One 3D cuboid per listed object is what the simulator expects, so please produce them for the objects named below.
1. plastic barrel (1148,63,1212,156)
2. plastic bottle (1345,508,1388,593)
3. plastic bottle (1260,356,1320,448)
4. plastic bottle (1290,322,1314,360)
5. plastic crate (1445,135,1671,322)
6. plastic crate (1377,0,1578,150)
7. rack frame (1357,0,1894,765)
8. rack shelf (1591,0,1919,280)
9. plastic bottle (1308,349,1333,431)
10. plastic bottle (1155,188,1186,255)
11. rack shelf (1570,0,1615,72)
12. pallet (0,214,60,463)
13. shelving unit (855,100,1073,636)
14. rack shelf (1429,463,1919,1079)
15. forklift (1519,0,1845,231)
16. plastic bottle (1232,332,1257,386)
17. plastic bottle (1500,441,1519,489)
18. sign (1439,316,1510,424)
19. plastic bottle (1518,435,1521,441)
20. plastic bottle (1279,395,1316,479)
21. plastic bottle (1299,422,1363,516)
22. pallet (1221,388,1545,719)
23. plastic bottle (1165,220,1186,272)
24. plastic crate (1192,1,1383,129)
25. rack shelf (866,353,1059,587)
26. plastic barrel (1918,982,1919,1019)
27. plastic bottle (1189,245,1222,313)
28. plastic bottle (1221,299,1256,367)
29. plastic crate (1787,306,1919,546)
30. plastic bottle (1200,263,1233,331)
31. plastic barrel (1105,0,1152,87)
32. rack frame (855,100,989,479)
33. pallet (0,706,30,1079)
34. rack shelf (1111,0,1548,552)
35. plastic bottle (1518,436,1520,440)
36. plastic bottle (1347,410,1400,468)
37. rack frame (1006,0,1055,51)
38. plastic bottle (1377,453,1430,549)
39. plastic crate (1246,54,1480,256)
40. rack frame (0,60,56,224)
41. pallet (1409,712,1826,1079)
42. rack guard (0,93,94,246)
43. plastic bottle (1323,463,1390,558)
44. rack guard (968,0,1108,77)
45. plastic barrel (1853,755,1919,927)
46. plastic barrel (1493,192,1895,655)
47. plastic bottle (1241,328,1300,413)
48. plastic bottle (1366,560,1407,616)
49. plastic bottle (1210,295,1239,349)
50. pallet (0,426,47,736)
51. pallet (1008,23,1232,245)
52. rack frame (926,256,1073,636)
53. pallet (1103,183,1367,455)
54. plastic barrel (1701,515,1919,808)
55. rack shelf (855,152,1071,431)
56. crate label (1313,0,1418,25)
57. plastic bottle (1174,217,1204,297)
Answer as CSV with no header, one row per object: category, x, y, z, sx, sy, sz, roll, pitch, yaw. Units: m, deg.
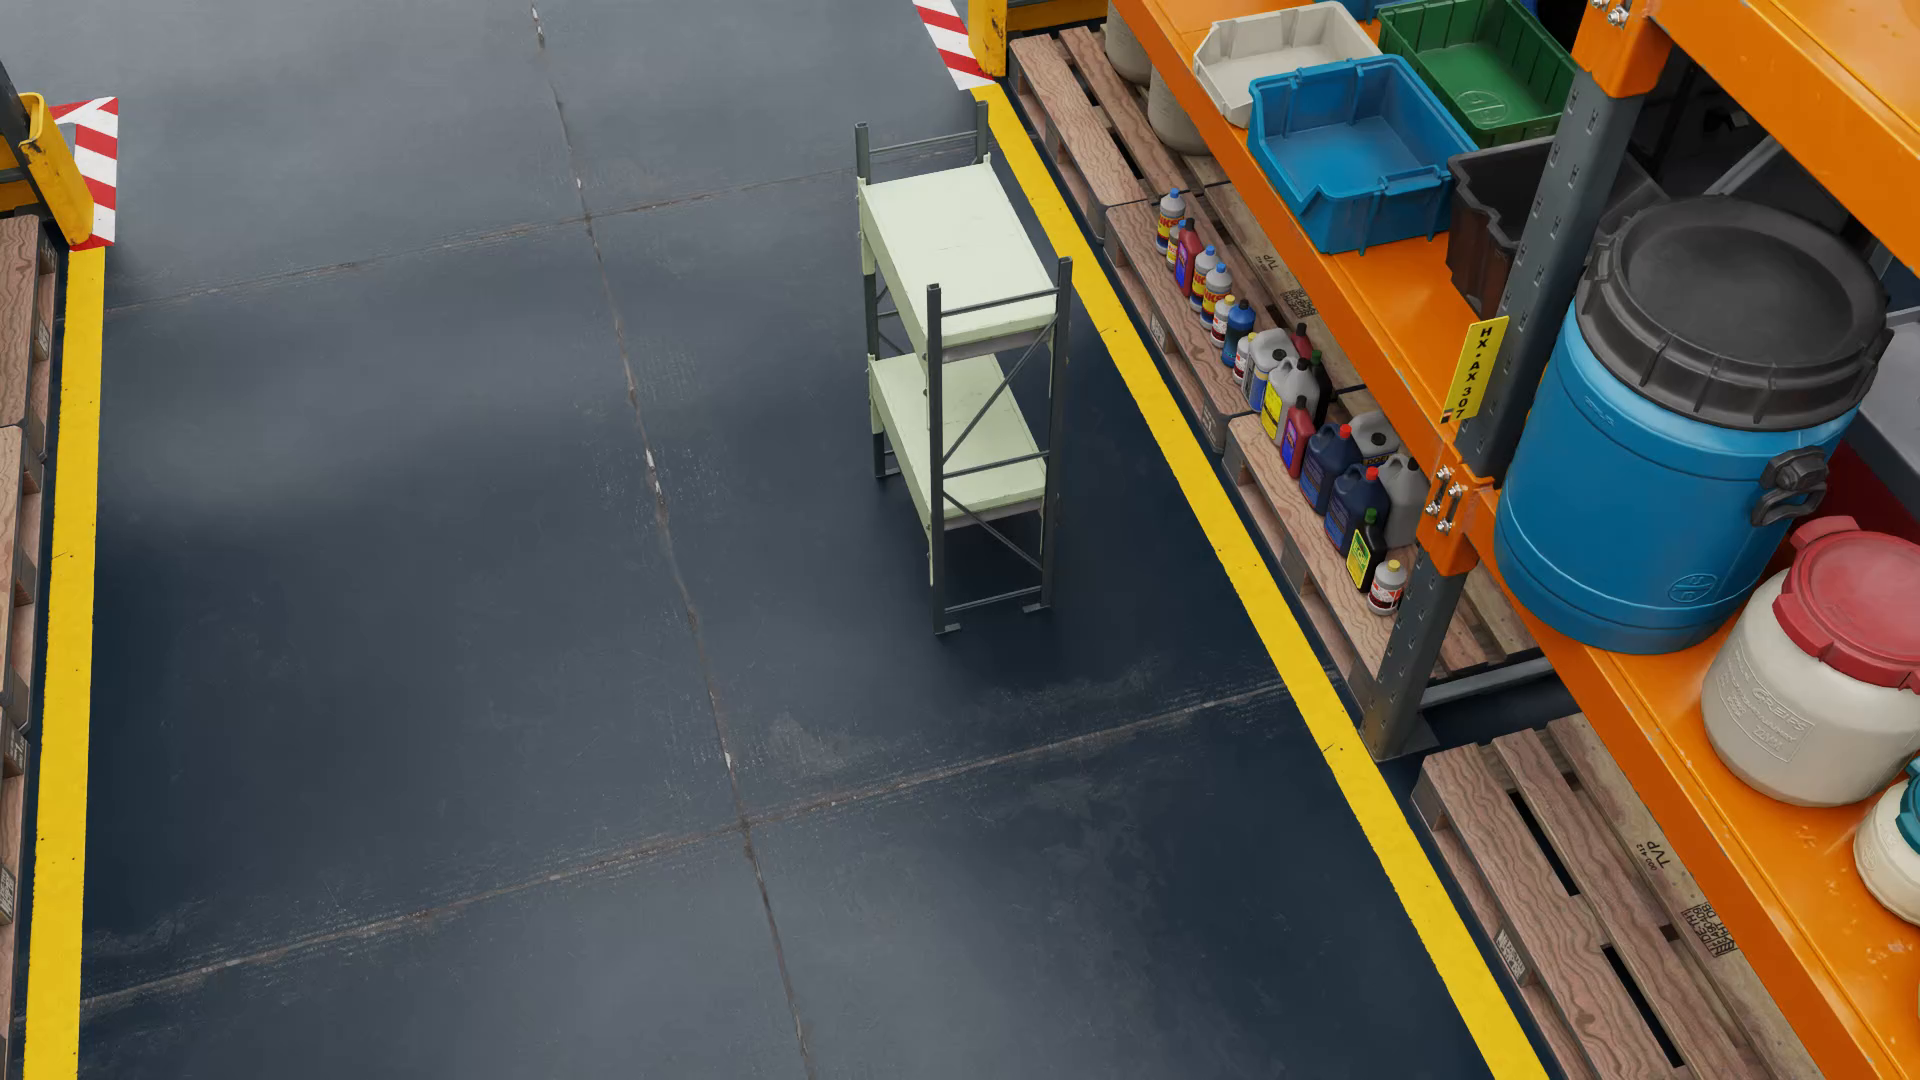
plastic barrel,0.980,-1.852,6.702,0.421,0.512,0.421,0,50,0
plastic bottle,1.289,0.030,5.252,0.061,0.283,0.133,-11,51,-9
plastic bottle,1.129,-0.496,5.651,0.144,0.351,0.185,-14,51,-11
plastic bottle,1.186,-0.618,5.798,0.061,0.283,0.133,-13,51,-11
plastic crate,1.713,-0.818,4.518,0.767,0.338,0.504,-13,51,-11
plastic crate,1.615,-1.414,5.119,0.450,0.188,0.662,-13,51,-11
rack frame,1.747,-0.427,4.148,1.000,3.000,0.127,-13,51,-11
rack shelf,2.338,0.299,2.045,1.077,0.370,4.000,-13,51,-11
plastic bottle,1.219,-0.516,5.712,0.061,0.283,0.133,-13,51,-11
plastic bottle,0.802,-1.216,6.310,0.097,0.271,0.097,0,50,0
rack shelf,1.155,-2.623,4.508,1.077,0.370,4.000,-13,51,-11
pallet,-3.939,-0.673,6.179,1.003,0.211,1.213,-13,51,-11
shelving unit,-0.002,-0.488,5.181,0.431,1.500,0.755,-13,51,-11
rack shelf,2.338,1.266,3.192,1.077,0.370,4.000,-13,51,-11
forklift,2.847,-2.054,5.564,1.130,2.935,3.031,-13,51,-11
plastic bottle,1.023,-0.648,5.877,0.097,0.201,0.097,0,50,0
plastic bottle,1.848,-0.230,5.471,0.061,0.283,0.133,-13,51,-11
sign,1.218,-0.400,3.944,0.100,0.325,0.005,-13,51,-11
plastic bottle,1.904,-0.398,5.569,0.144,0.351,0.185,-12,51,-10
plastic bottle,1.136,-0.348,5.570,0.061,0.283,0.133,-10,51,-9
plastic bottle,1.224,-0.260,5.452,0.144,0.351,0.185,-16,52,-13
pallet,1.588,-0.028,5.636,1.003,0.211,1.213,-13,51,-11
plastic bottle,0.833,-1.118,6.273,0.097,0.201,0.097,0,50,0
plastic crate,1.025,-1.471,5.200,0.530,0.136,0.437,-13,51,-11
rack shelf,-0.002,-0.278,5.430,0.431,0.370,0.720,-13,51,-11
plastic barrel,2.037,0.814,3.013,0.433,0.535,0.433,0,50,0
plastic bottle,0.904,-0.966,6.099,0.097,0.271,0.097,0,50,0
plastic bottle,0.993,-0.745,5.913,0.097,0.271,0.097,0,50,0
plastic crate,2.182,-0.163,3.884,0.402,0.464,0.583,-13,51,-11
plastic bottle,0.933,-0.893,6.037,0.097,0.271,0.097,0,50,0
plastic barrel,0.831,-2.218,7.011,0.421,0.512,0.421,0,50,0
rack frame,-0.110,-0.756,5.406,0.400,1.500,0.023,-13,51,-11
pallet,-3.217,1.109,4.677,1.003,0.211,1.213,-13,51,-11
rack shelf,1.155,-1.656,5.654,1.077,0.370,4.000,-13,51,-11
plastic bottle,1.767,-0.366,5.541,0.144,0.351,0.185,-13,51,-11
plastic bottle,1.358,-0.288,5.525,0.152,0.276,0.135,-13,51,-11
rack frame,0.564,-3.348,6.611,1.000,3.000,0.127,-13,51,-11
plastic bottle,1.419,-0.153,5.362,0.144,0.351,0.185,-13,51,-11
plastic crate,1.160,-1.126,4.834,0.499,0.251,0.616,-13,51,-11
rack frame,-4.168,-2.228,5.667,1.000,3.000,0.127,-13,51,-11
pallet,2.016,1.037,4.738,1.003,0.211,1.213,-13,51,-11
rack guard,-4.145,-1.367,6.576,1.175,0.500,0.348,-13,51,-11
plastic bottle,1.281,-0.120,5.334,0.144,0.351,0.185,-15,51,-12
rack guard,0.631,-2.498,7.529,1.175,0.500,0.348,-13,51,-11
plastic barrel,1.992,0.619,3.357,0.301,0.262,0.301,0,50,0
plastic barrel,1.572,-0.238,3.661,0.600,0.901,0.708,-13,51,-11
plastic bottle,1.084,-0.592,5.781,0.152,0.276,0.135,-12,51,-10
plastic bottle,1.342,0.139,5.214,0.097,0.201,0.097,0,50,0
plastic bottle,0.963,-0.798,6.003,0.097,0.201,0.097,0,50,0
pallet,-3.582,0.217,5.429,1.003,0.211,1.213,-13,51,-11
pallet,0.866,-1.810,7.138,1.003,0.211,1.213,-13,51,-11
rack frame,0.106,-0.221,4.955,0.400,1.500,0.023,-13,51,-11
pallet,1.224,-0.921,6.388,1.003,0.211,1.213,-13,51,-11
plastic barrel,1.820,0.278,3.465,0.433,0.535,0.433,0,50,0
rack shelf,-0.002,-0.740,4.882,0.431,0.370,0.720,-13,51,-11
crate label,1.367,-2.077,5.516,0.502,0.435,0.616,-13,51,-11
plastic bottle,0.852,-1.050,6.163,0.061,0.283,0.133,-13,51,-10
